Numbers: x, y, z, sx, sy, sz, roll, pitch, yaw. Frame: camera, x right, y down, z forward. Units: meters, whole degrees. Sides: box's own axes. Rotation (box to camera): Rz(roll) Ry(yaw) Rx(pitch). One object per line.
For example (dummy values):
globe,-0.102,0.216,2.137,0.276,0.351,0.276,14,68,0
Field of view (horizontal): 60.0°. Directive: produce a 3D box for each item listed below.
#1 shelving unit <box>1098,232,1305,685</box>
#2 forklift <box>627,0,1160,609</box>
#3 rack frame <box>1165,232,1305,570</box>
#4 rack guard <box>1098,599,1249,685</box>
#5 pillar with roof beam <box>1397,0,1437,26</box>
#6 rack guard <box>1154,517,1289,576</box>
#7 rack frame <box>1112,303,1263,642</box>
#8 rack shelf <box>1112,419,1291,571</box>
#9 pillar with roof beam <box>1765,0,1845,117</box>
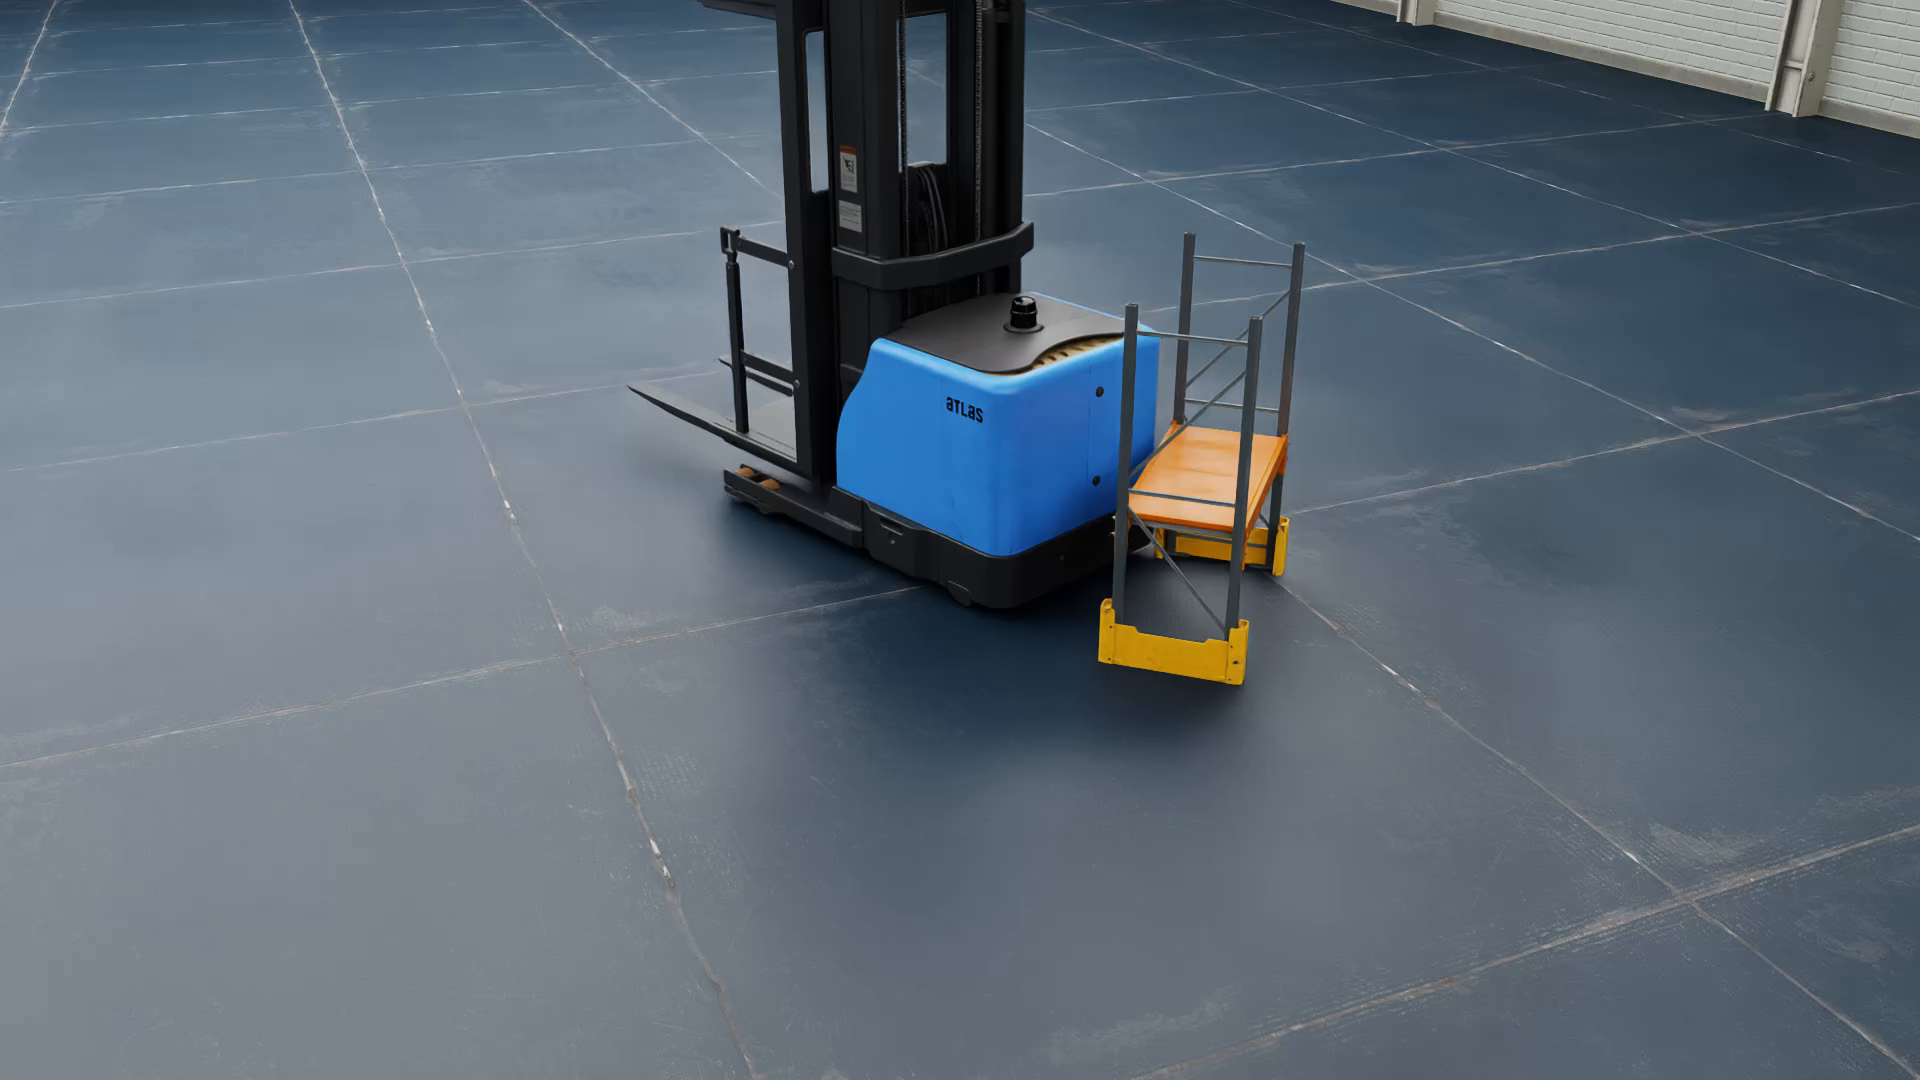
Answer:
shelving unit,1.011,-0.364,6.786,0.587,1.500,1.083,9,27,17
forklift,-0.505,-1.580,7.645,1.130,2.935,3.031,-23,34,-39
rack frame,1.179,-0.578,7.225,0.500,1.500,0.032,9,27,17
rack guard,0.848,0.404,6.637,0.587,0.250,0.087,9,27,17
pillar with roof beam,1.888,-9.946,17.864,9.100,9.000,0.400,-11,28,-21
rack guard,1.173,-0.009,7.483,0.587,0.250,0.087,9,27,17
rack frame,0.848,-0.157,6.362,0.500,1.500,0.032,9,27,17
rack shelf,1.014,-0.206,6.872,0.538,0.185,1.000,9,27,17
pillar with roof beam,4.238,-7.524,12.903,9.100,9.000,0.400,-11,28,-21
